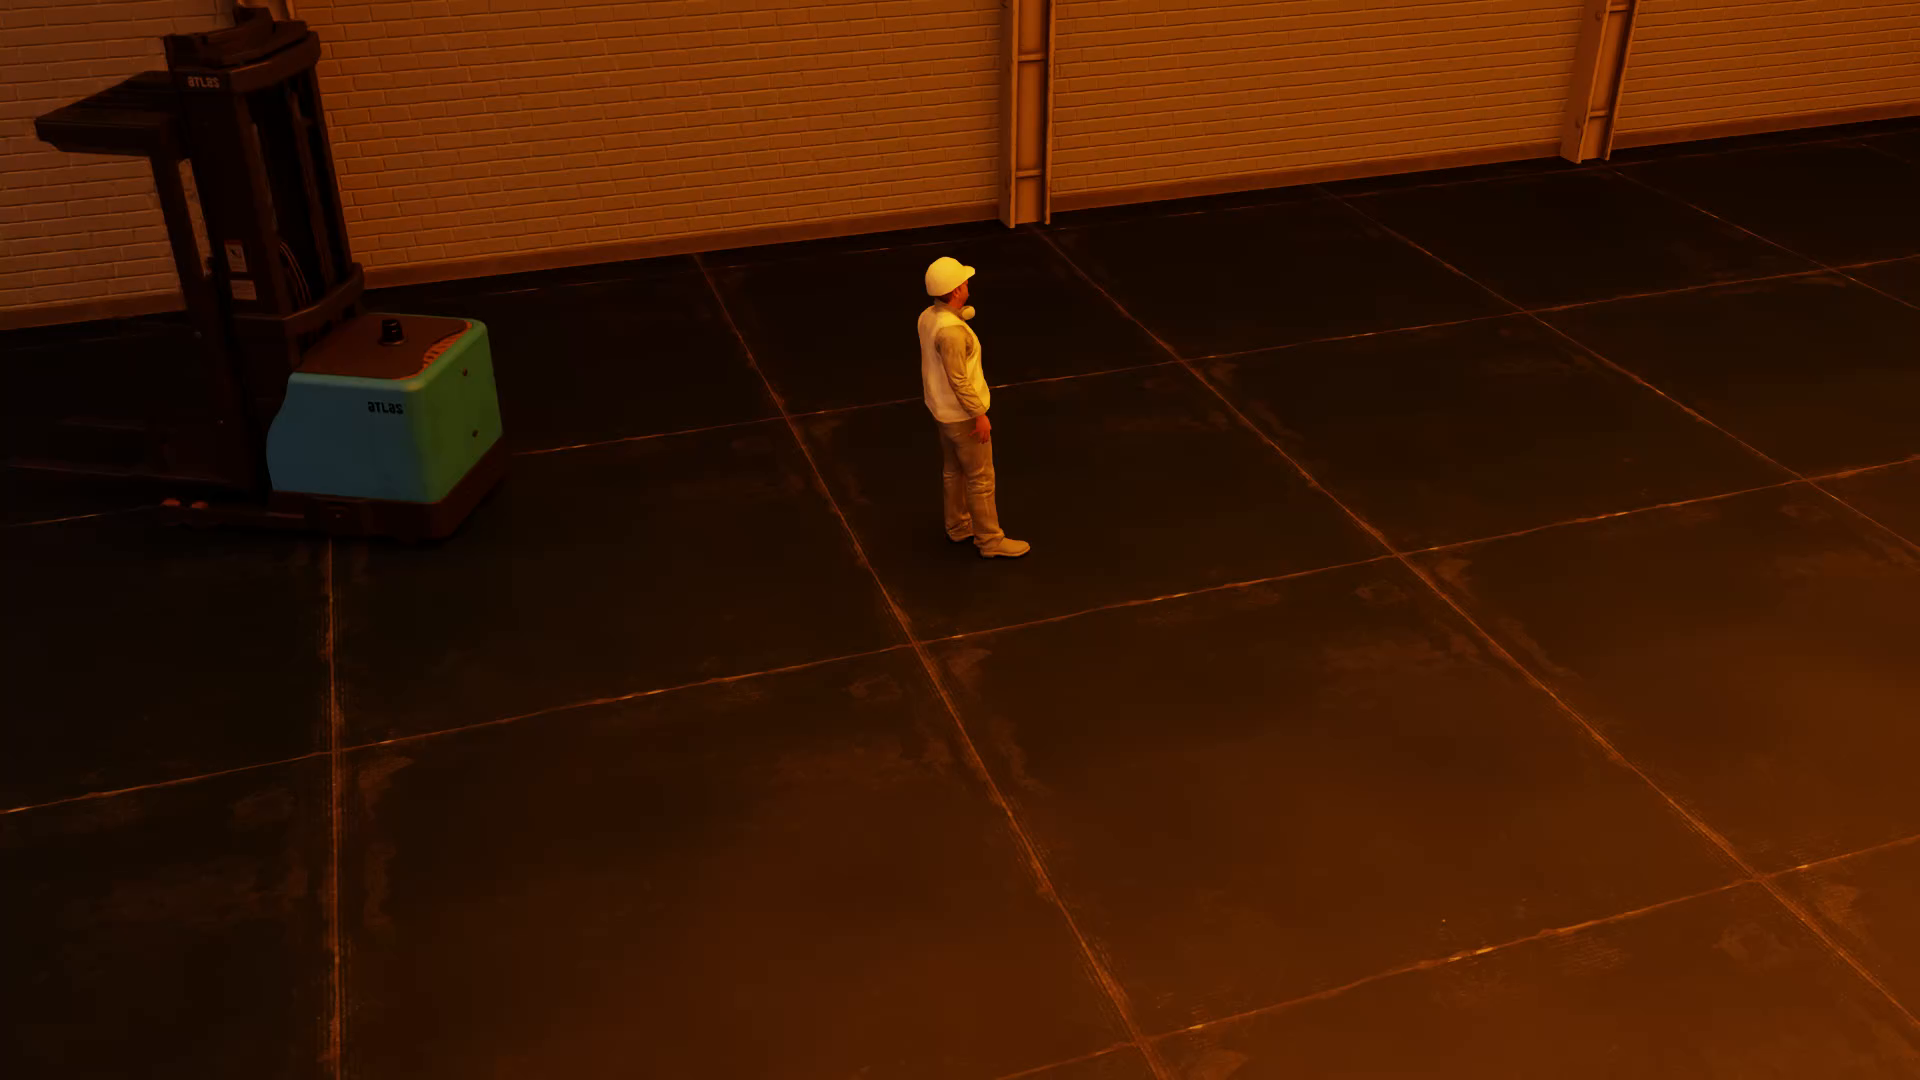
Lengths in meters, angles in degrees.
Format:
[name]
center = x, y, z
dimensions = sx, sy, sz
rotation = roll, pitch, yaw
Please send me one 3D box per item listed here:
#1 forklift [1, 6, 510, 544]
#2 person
[forklift]
center = -4.459, -1.588, 9.848
dimensions = 3.031, 2.935, 1.130
rotation = 5, 30, 8
[person]
center = 0.061, -0.781, 9.590
dimensions = 0.568, 1.773, 0.632
rotation = -10, 31, -16
